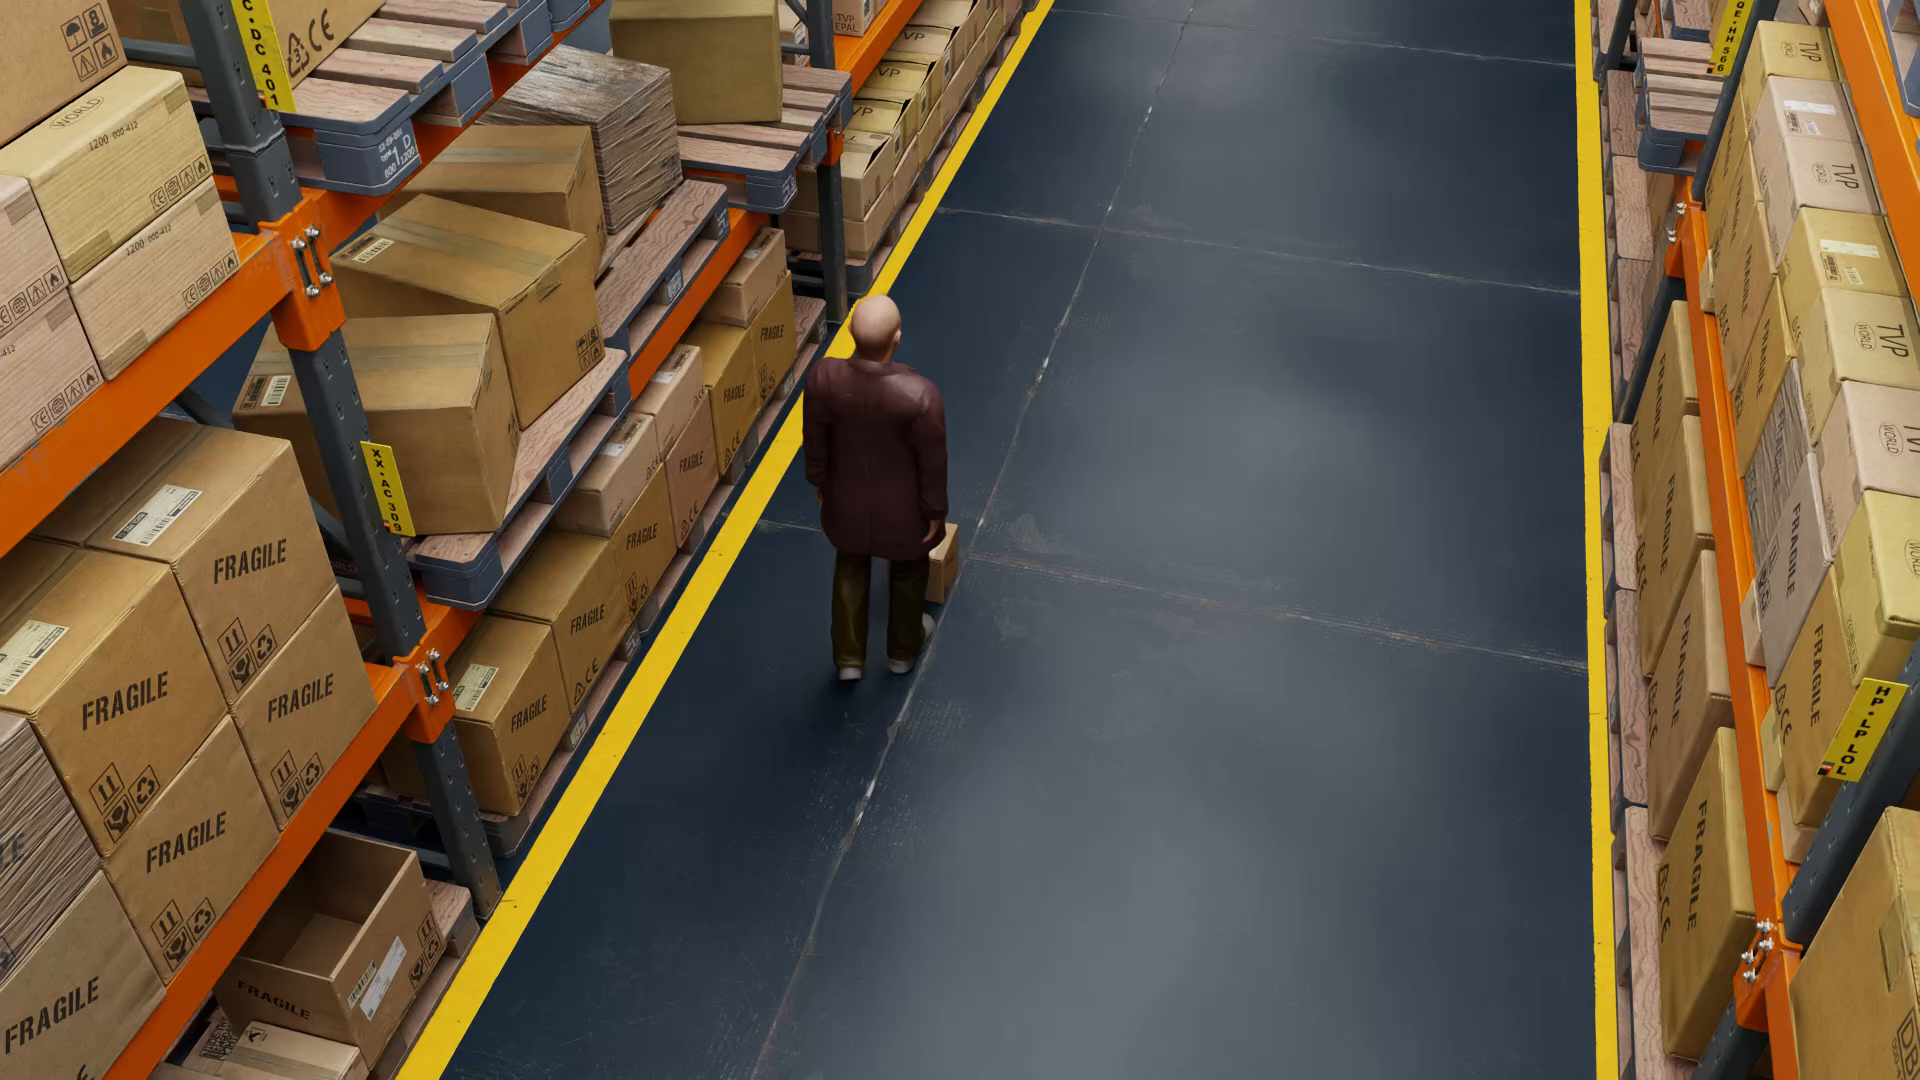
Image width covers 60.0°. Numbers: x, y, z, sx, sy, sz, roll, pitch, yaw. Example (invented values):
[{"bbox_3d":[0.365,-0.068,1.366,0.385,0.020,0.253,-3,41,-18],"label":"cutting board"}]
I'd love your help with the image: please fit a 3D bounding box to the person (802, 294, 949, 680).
[{"bbox_3d":[-0.309,-0.153,6.412,0.595,1.867,0.551,11,42,13],"label":"person"}]
